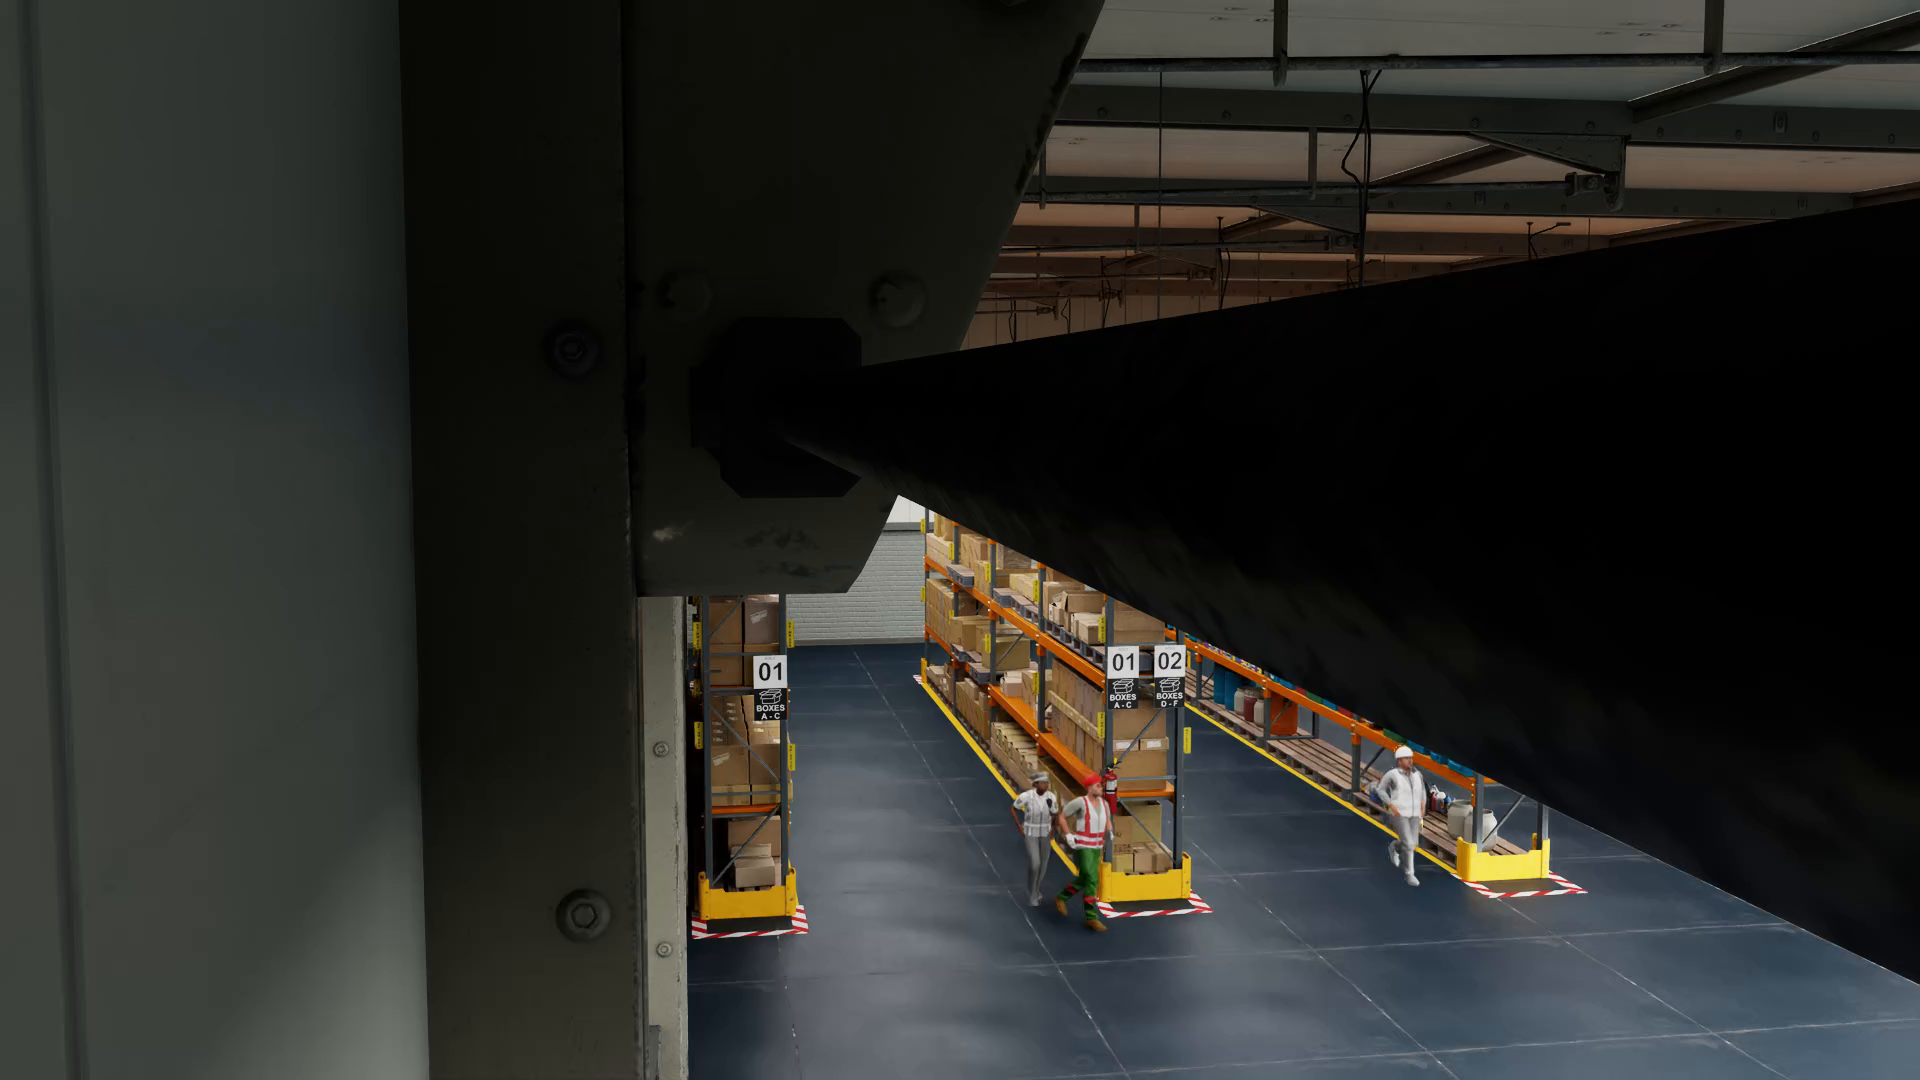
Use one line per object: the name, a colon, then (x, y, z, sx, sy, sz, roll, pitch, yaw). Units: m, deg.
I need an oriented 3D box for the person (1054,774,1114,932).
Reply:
person: (1.538, 3.692, 19.930, 0.688, 1.787, 0.863, -5, 7, -44)

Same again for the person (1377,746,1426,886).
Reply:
person: (5.768, 3.552, 21.669, 0.673, 1.753, 0.789, -2, 5, -20)

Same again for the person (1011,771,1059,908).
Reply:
person: (0.967, 3.689, 20.614, 0.589, 1.684, 0.633, -1, 5, -16)
